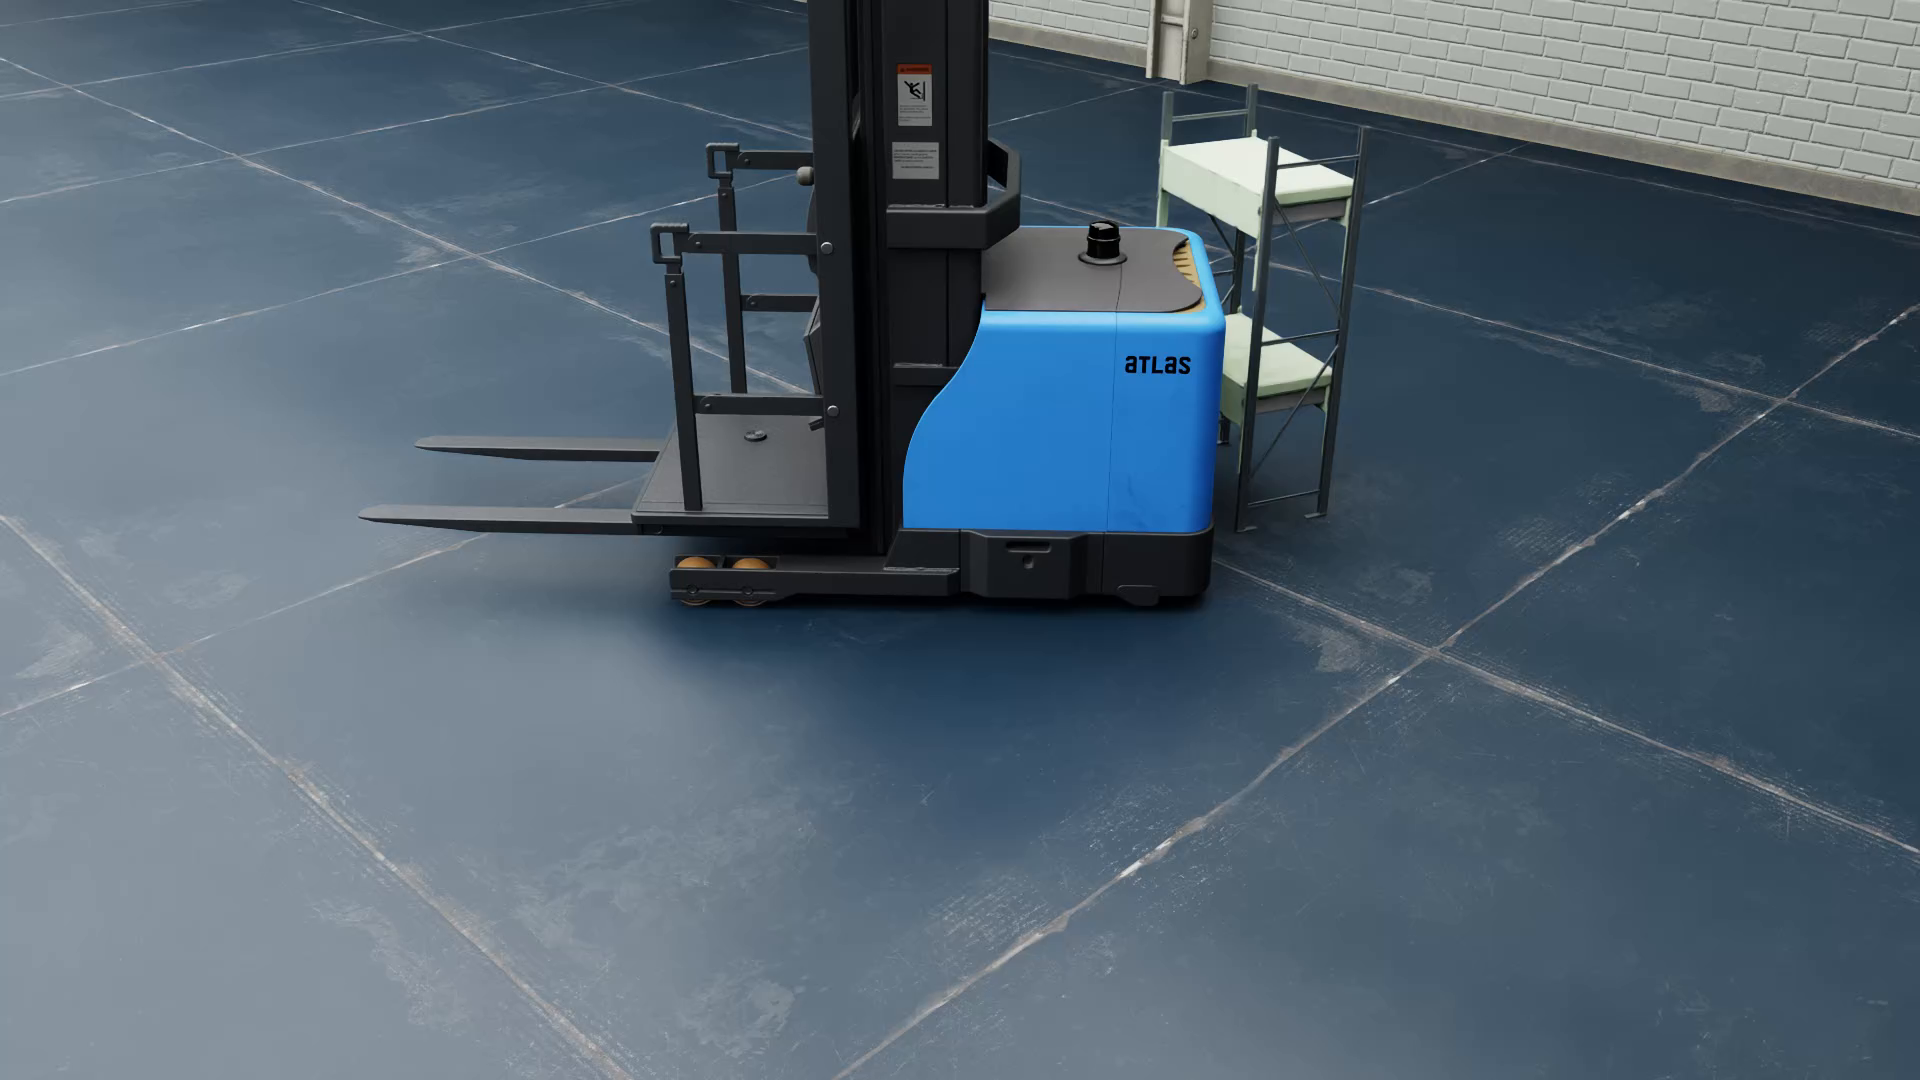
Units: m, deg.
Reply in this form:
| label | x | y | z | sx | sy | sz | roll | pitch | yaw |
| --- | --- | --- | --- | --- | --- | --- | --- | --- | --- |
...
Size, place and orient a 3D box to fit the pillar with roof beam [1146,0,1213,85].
| label | x | y | z | sx | sy | sz | roll | pitch | yaw |
| --- | --- | --- | --- | --- | --- | --- | --- | --- | --- |
| pillar with roof beam | -1.290 | -6.237 | 8.443 | 0.400 | 9.000 | 9.100 | 25 | 36 | 38 |

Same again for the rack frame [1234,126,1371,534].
| label | x | y | z | sx | sy | sz | roll | pitch | yaw |
| --- | --- | --- | --- | --- | --- | --- | --- | --- | --- |
| rack frame | 1.229 | -0.728 | 6.022 | 0.400 | 1.500 | 0.023 | -11 | 30 | -20 |

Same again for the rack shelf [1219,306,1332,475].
| label | x | y | z | sx | sy | sz | roll | pitch | yaw |
| --- | --- | --- | --- | --- | --- | --- | --- | --- | --- |
| rack shelf | 1.088 | -0.596 | 6.473 | 0.431 | 0.370 | 0.720 | -11 | 30 | -20 |

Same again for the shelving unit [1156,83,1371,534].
| label | x | y | z | sx | sy | sz | roll | pitch | yaw |
| --- | --- | --- | --- | --- | --- | --- | --- | --- | --- |
| shelving unit | 1.088 | -0.885 | 6.321 | 0.431 | 1.500 | 0.755 | -11 | 30 | -20 |

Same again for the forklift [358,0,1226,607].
| label | x | y | z | sx | sy | sz | roll | pitch | yaw |
| --- | --- | --- | --- | --- | --- | --- | --- | --- | --- |
| forklift | -0.624 | -1.309 | 5.591 | 3.031 | 2.935 | 1.130 | 1 | 28 | 2 |

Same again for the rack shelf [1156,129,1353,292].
| label | x | y | z | sx | sy | sz | roll | pitch | yaw |
| --- | --- | --- | --- | --- | --- | --- | --- | --- | --- |
| rack shelf | 1.088 | -1.230 | 6.139 | 0.431 | 0.370 | 0.720 | -11 | 30 | -20 |

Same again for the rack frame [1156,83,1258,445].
| label | x | y | z | sx | sy | sz | roll | pitch | yaw |
| --- | --- | --- | --- | --- | --- | --- | --- | --- | --- |
| rack frame | 0.947 | -1.042 | 6.620 | 0.400 | 1.500 | 0.023 | -11 | 30 | -20 |
